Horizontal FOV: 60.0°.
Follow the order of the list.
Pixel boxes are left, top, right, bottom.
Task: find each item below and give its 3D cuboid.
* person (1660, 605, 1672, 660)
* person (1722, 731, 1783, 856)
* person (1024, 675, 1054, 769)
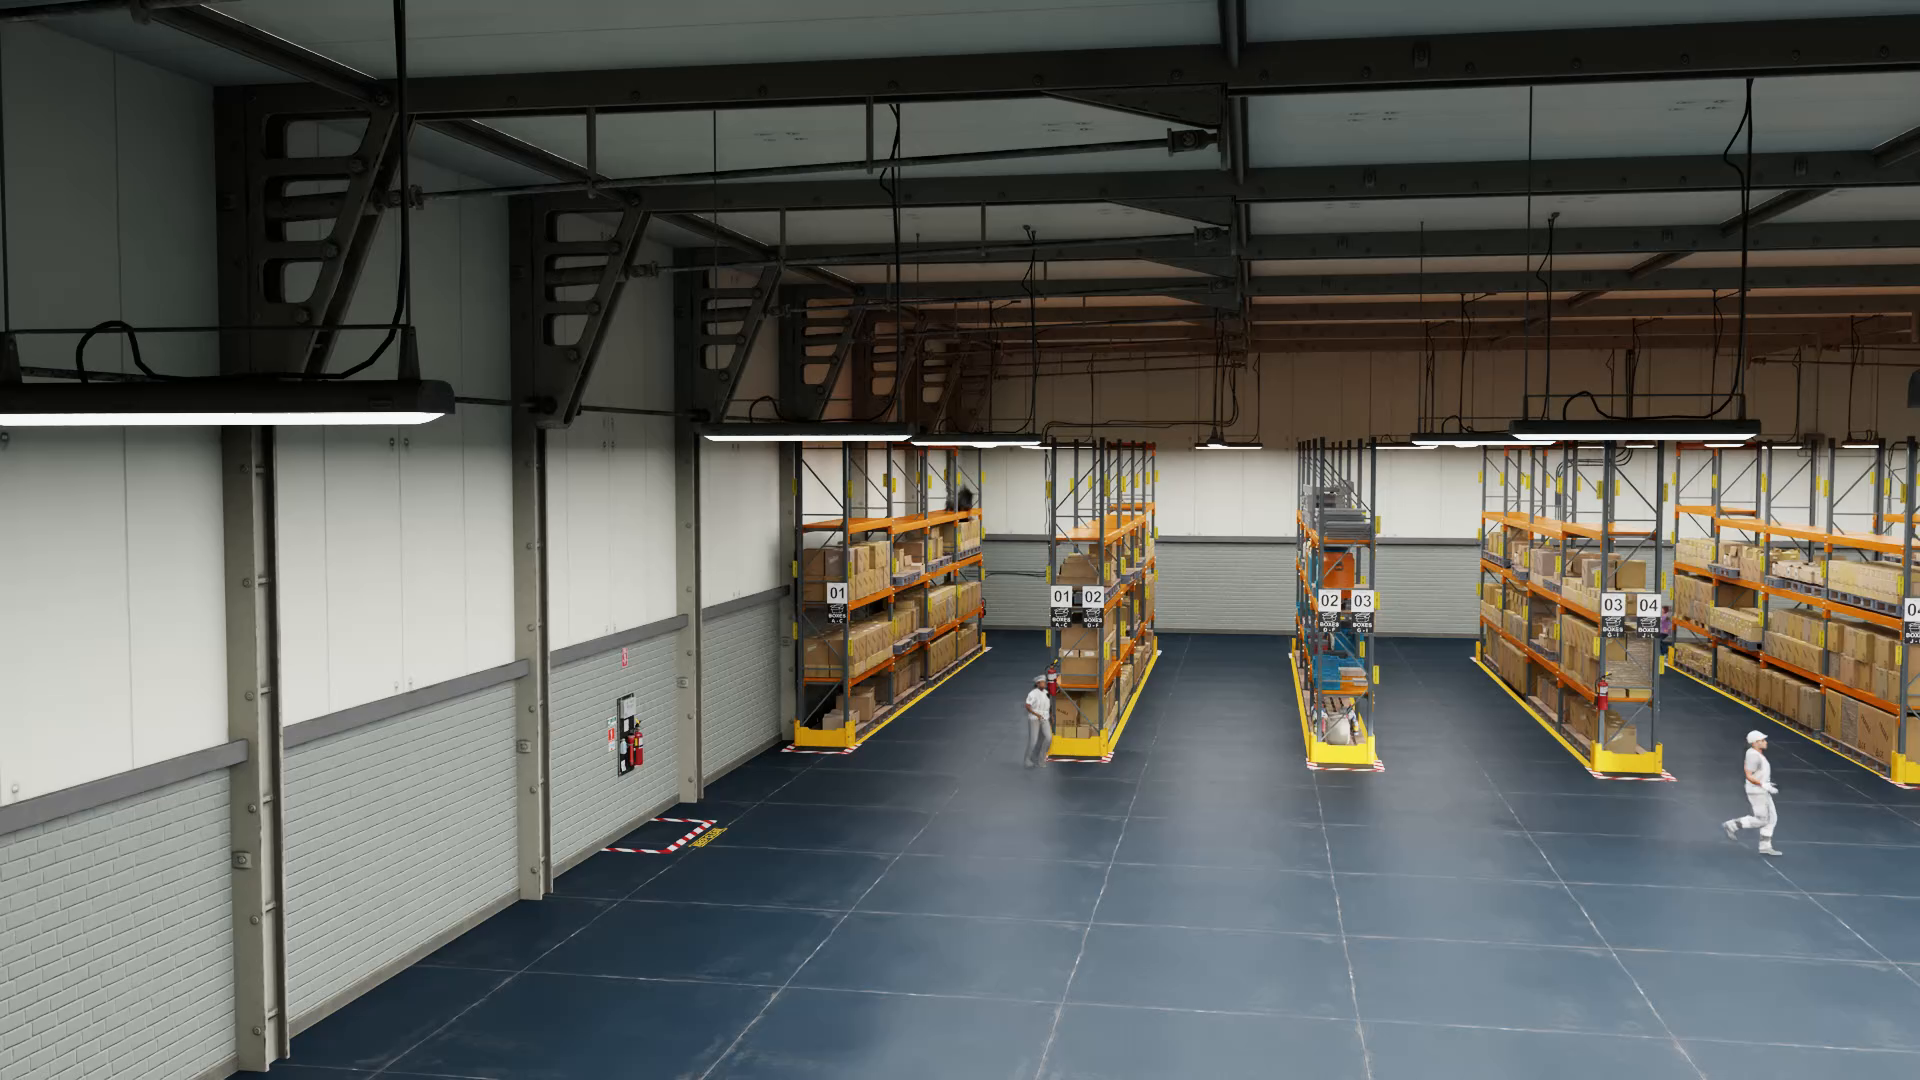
[{"bbox_3d":[19.212,2.542,45.546,0.523,1.537,0.582,0,3,-3],"label":"person"},{"bbox_3d":[11.319,3.593,23.711,0.785,1.759,0.657,2,4,31],"label":"person"},{"bbox_3d":[1.481,3.309,30.289,0.625,1.697,0.606,-1,3,-26],"label":"person"}]
